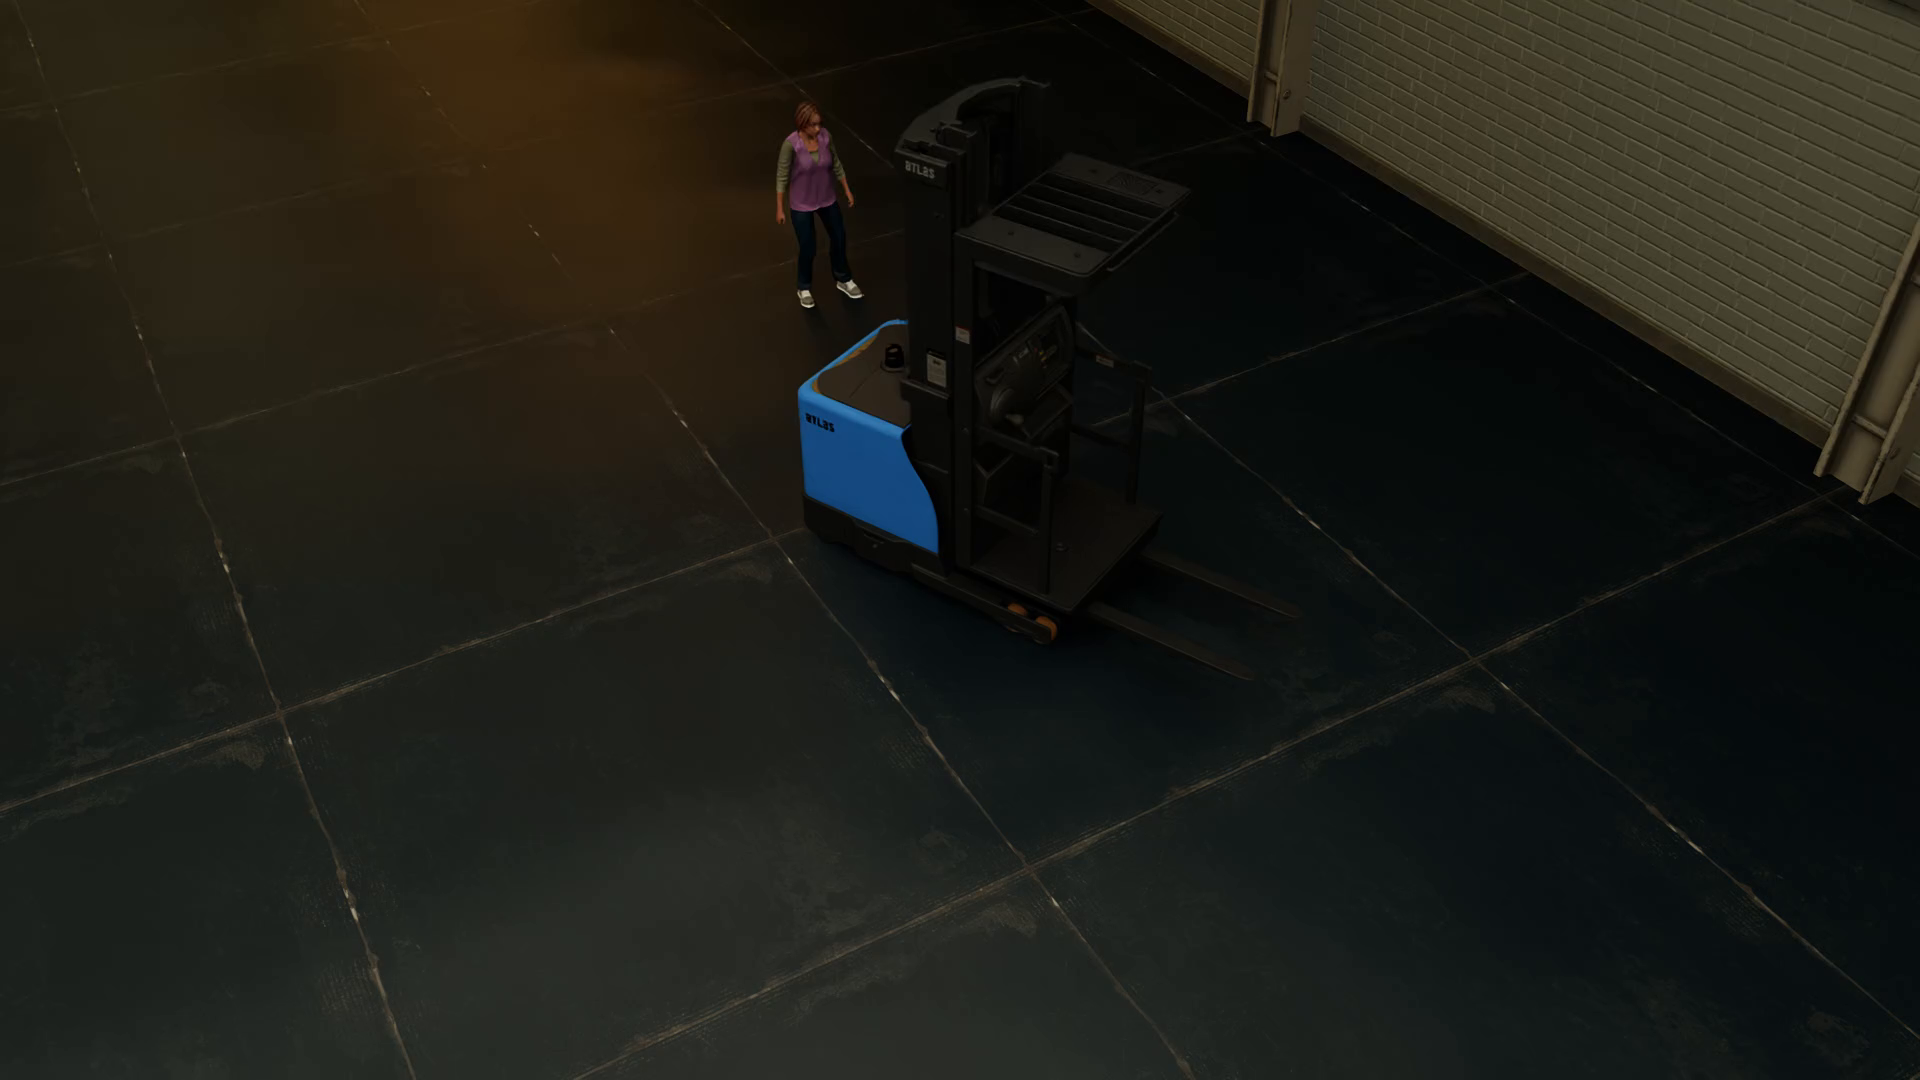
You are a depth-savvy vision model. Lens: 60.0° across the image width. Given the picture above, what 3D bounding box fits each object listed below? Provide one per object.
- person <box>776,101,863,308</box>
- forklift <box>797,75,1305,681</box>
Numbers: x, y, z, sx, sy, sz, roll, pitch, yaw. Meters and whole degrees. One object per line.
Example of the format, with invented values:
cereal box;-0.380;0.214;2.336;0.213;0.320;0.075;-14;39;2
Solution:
person;-1.049;-2.424;12.016;0.580;1.583;0.362;-23;45;-25
forklift;0.531;-0.911;9.135;3.031;2.935;1.130;24;45;26
